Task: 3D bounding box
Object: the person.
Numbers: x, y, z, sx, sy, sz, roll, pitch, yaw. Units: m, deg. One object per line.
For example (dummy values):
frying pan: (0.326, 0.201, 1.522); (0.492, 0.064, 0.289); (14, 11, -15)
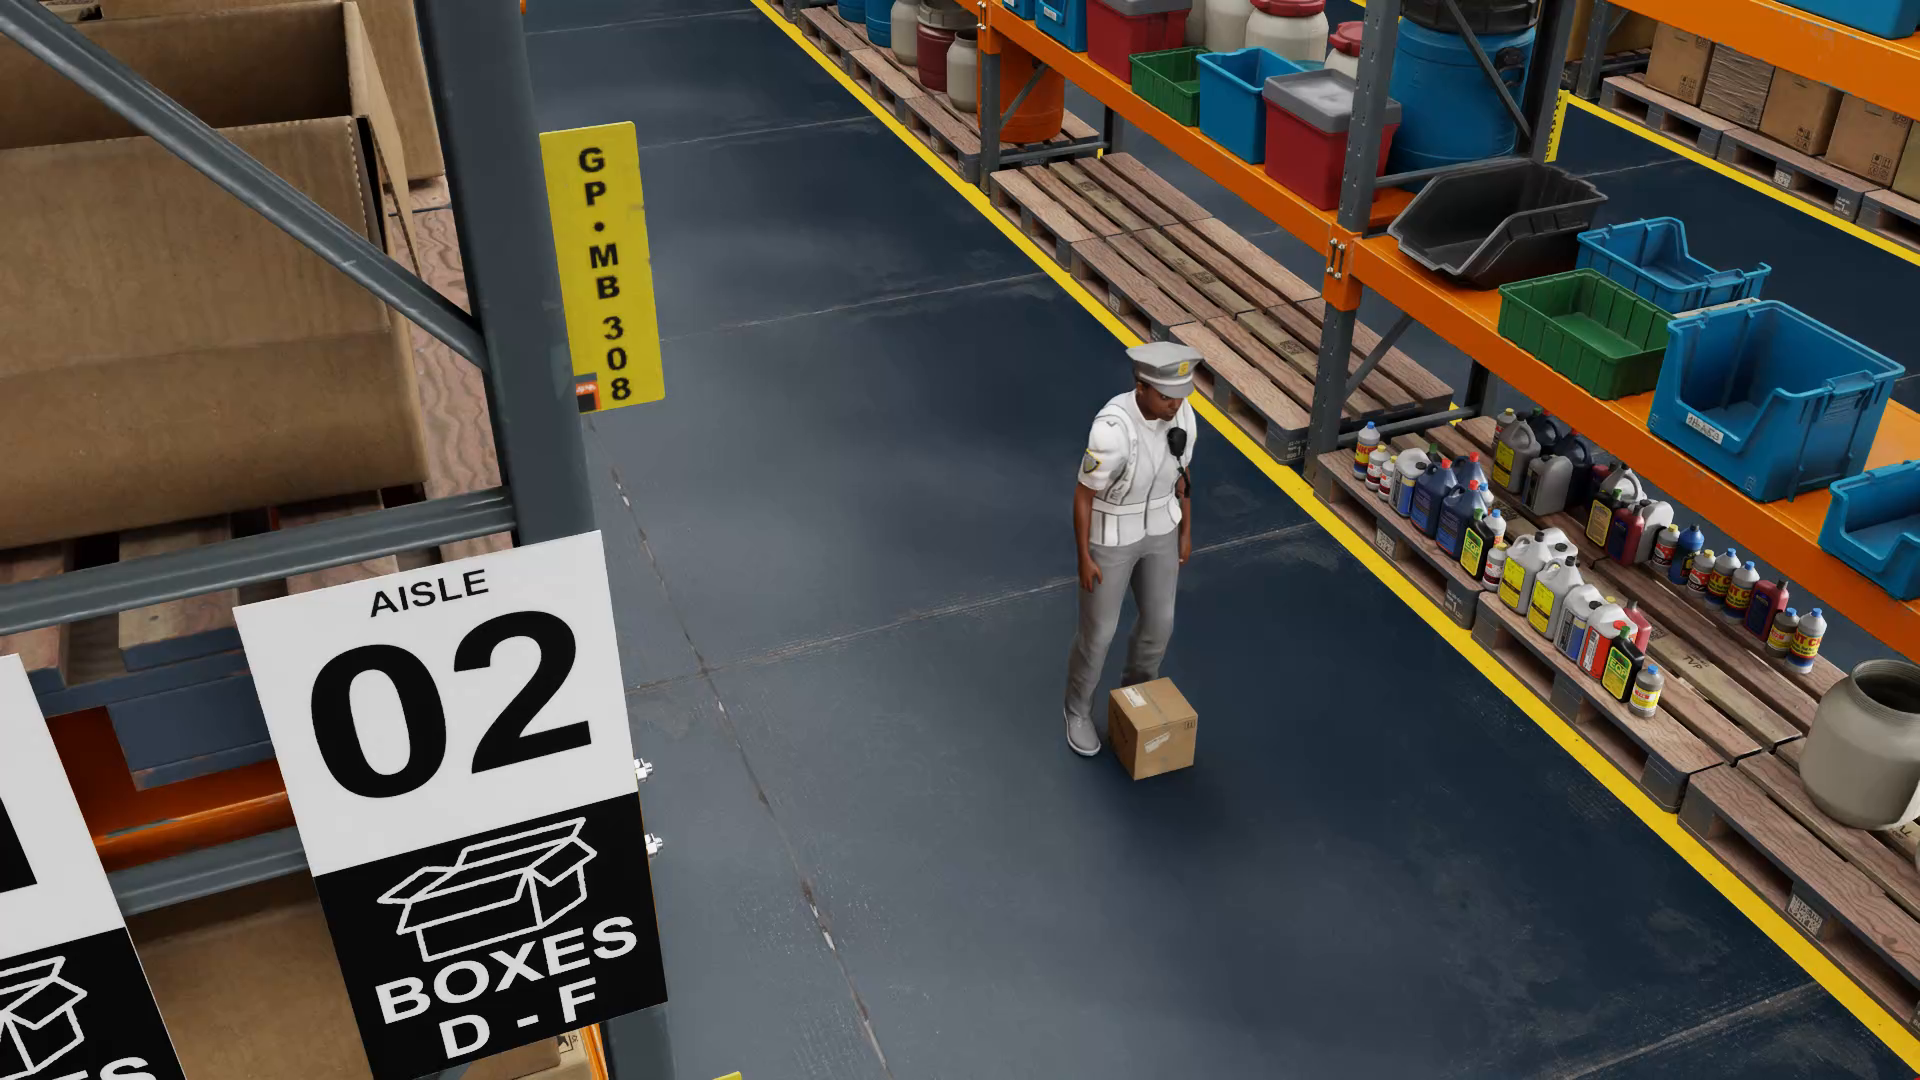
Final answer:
person: (0.620, 0.015, 6.122); (0.507, 1.656, 0.393); (-14, 36, -20)
